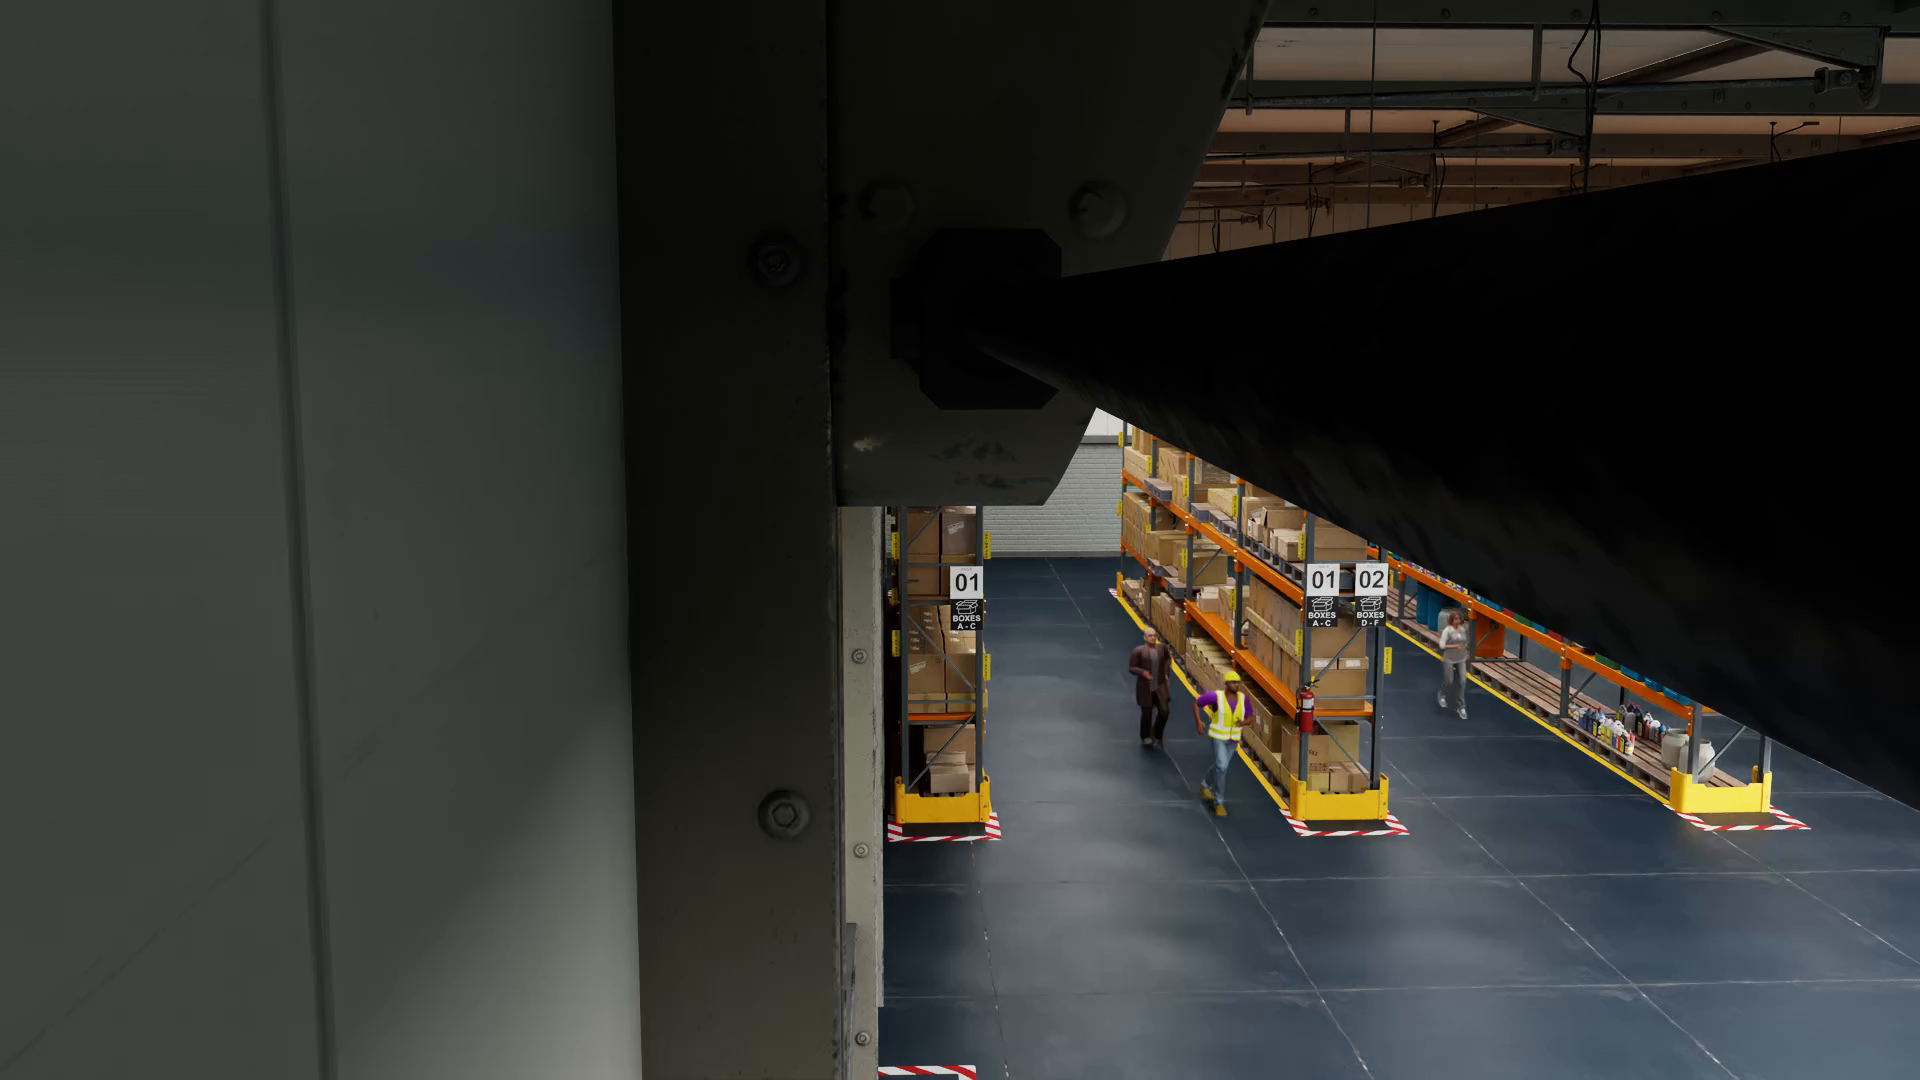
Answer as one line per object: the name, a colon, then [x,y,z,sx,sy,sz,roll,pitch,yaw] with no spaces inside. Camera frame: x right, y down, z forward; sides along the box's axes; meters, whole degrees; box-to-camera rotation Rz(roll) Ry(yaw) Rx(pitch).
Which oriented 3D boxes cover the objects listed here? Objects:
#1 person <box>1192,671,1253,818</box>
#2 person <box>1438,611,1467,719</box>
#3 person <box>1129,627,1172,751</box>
person: [3.354,2.538,21.045,0.720,1.812,0.846,-3,9,-21]
person: [7.664,1.902,25.792,0.532,1.612,0.798,-1,8,-7]
person: [2.744,2.139,23.748,0.681,1.796,0.774,-1,8,-9]
